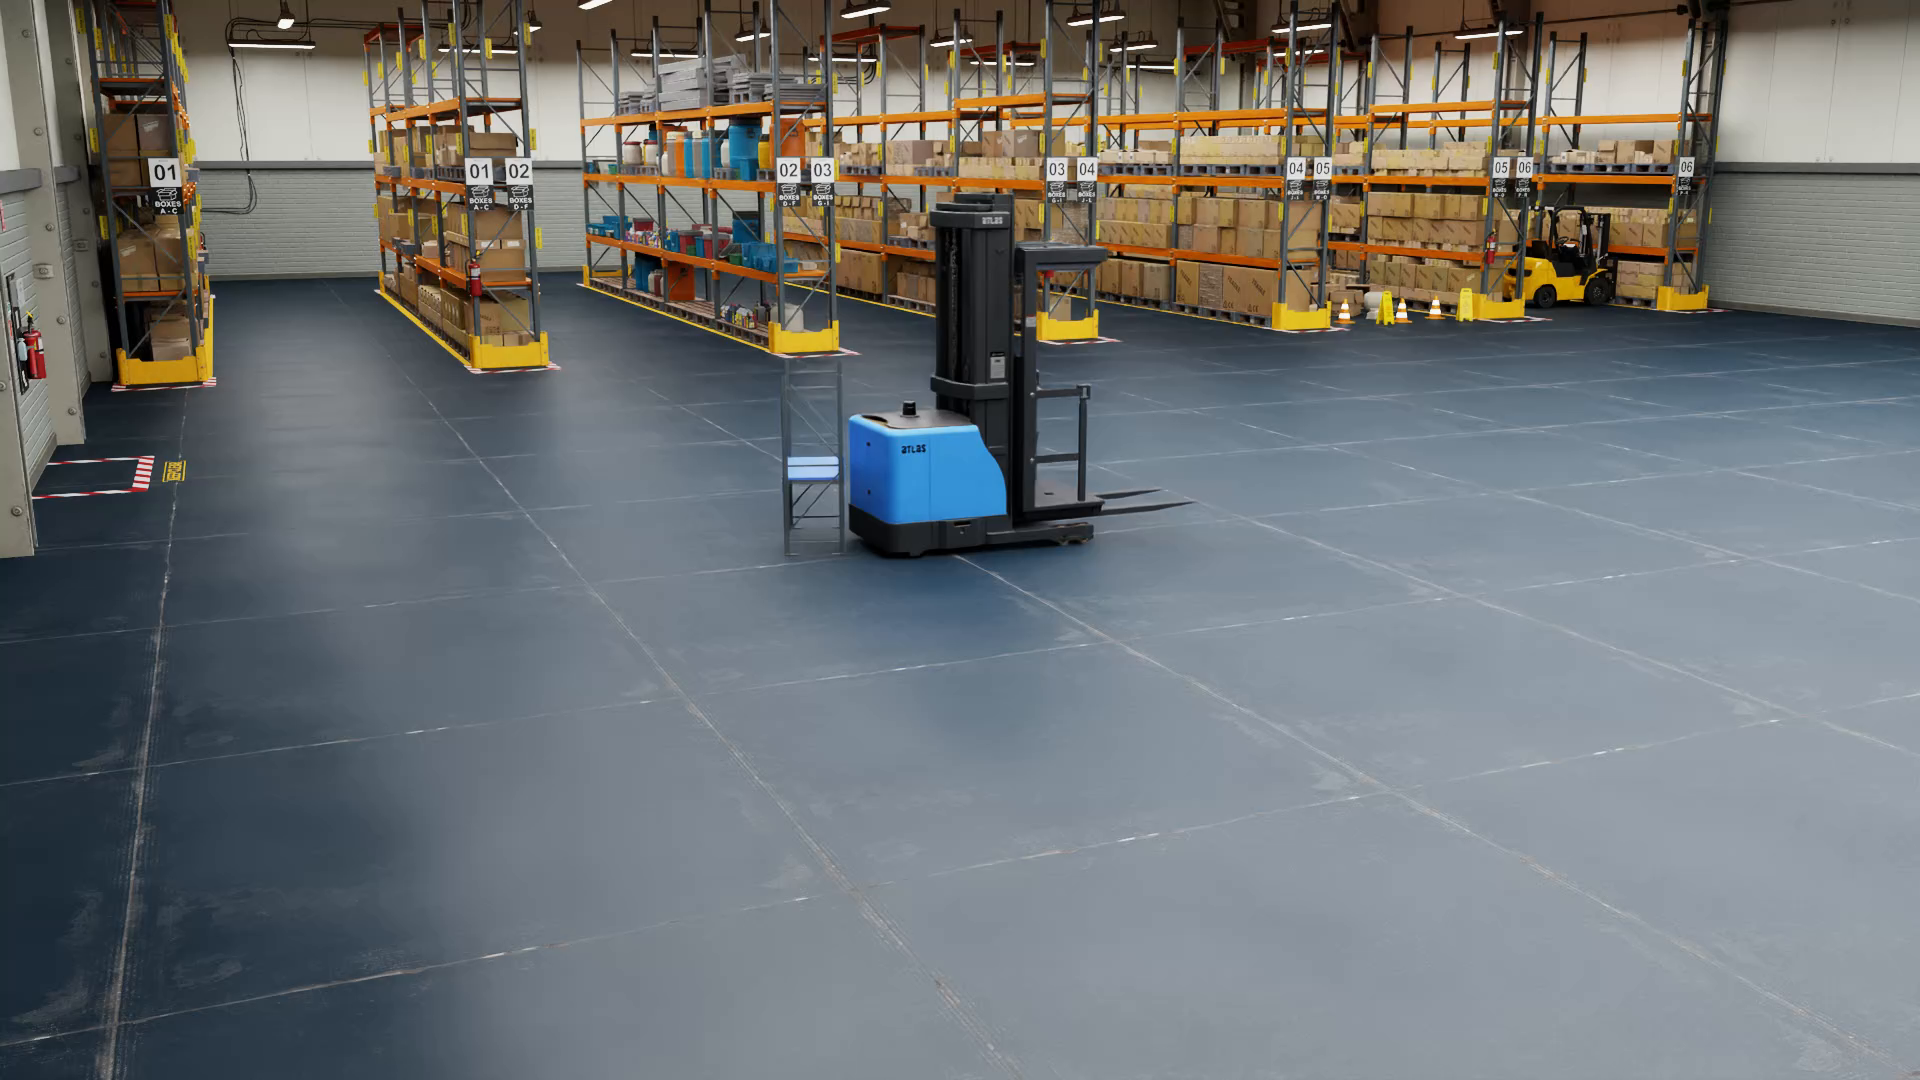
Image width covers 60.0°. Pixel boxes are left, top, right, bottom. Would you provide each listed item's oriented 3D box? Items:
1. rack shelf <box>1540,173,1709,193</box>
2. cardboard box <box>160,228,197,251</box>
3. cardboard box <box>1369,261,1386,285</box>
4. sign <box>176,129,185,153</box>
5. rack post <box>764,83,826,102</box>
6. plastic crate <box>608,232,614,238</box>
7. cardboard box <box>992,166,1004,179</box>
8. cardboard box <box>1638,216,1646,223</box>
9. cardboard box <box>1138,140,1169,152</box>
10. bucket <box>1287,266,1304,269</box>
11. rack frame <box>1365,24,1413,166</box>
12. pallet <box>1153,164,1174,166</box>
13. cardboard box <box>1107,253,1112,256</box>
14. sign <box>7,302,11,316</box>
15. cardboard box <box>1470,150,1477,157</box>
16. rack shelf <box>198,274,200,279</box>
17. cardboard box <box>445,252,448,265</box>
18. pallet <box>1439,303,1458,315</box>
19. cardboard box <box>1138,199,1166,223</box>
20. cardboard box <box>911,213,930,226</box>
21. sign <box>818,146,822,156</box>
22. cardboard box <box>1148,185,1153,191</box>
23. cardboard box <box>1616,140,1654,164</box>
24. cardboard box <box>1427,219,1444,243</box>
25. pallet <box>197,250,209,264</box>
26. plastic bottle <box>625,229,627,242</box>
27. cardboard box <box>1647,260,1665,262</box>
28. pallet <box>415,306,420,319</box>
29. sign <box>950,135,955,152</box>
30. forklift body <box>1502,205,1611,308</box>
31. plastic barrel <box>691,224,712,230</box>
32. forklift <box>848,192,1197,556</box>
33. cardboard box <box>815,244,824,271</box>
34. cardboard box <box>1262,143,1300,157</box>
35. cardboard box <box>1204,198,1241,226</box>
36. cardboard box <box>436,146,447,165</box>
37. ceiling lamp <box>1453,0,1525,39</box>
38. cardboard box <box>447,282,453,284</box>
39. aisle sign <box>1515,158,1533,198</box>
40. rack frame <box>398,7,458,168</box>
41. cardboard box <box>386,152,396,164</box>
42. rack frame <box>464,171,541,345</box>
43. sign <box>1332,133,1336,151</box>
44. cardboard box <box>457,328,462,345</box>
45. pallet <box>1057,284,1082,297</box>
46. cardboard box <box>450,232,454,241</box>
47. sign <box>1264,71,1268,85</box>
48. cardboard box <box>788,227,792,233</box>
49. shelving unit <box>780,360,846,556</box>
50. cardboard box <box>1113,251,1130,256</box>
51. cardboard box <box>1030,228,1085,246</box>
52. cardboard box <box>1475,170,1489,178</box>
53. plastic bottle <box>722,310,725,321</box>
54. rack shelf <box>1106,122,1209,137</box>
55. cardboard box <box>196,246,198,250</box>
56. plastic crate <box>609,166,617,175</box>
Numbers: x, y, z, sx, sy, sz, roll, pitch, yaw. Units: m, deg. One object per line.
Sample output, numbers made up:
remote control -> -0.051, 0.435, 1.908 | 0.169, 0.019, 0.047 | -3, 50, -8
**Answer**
rack shelf -> 14.787, -7.984, 37.155 | 1.077, 0.370, 4.000 | -6, 14, -23
cardboard box -> -12.784, -4.832, 27.219 | 0.500, 0.500, 0.500 | -6, 14, -23
cardboard box -> 9.428, -5.921, 36.803 | 0.500, 0.500, 0.500 | -5, 14, -20
sign -> -11.157, -5.709, 23.795 | 0.100, 0.325, 0.005 | -6, 14, -23
rack post -> -2.763, -7.515, 27.990 | 0.937, 0.300, 0.954 | -4, 14, -17
plastic crate -> -8.078, -7.249, 39.517 | 0.437, 0.125, 0.590 | -6, 14, -23
cardboard box -> 0.929, -6.893, 31.181 | 0.500, 0.250, 0.500 | -6, 14, -24
cardboard box -> 15.015, -6.980, 36.215 | 0.380, 0.149, 0.250 | -5, 14, -22
cardboard box -> 4.295, -8.625, 36.955 | 0.500, 0.500, 0.500 | -6, 14, -23
bucket -> 7.111, -5.695, 36.211 | 0.726, 0.611, 0.620 | -1, 3, -4
rack frame -> 9.439, -9.760, 36.581 | 1.000, 3.000, 0.127 | -6, 14, -23
pallet -> 5.917, -10.078, 44.805 | 1.003, 0.211, 1.213 | -6, 14, -23
cardboard box -> 3.288, -6.712, 39.666 | 0.500, 0.250, 0.500 | -6, 14, -26
sign -> -9.235, -2.240, 16.140 | 0.001, 0.109, 0.331 | -6, 14, -23
cardboard box -> 10.568, -7.838, 33.719 | 0.380, 0.149, 0.250 | -5, 14, -22
rack shelf -> -14.058, -4.662, 29.457 | 1.077, 0.370, 4.000 | -6, 14, -23
cardboard box -> -9.240, -5.147, 30.255 | 0.396, 0.266, 0.258 | -6, 14, -24
pallet -> 10.718, -4.839, 34.808 | 1.003, 0.211, 1.213 | -6, 14, -23
cardboard box -> 4.330, -7.217, 36.462 | 0.700, 0.500, 0.500 | -6, 14, -23
cardboard box -> -0.675, -6.807, 35.976 | 0.700, 0.500, 0.500 | -3, 13, -15
sign -> -3.353, -9.296, 39.908 | 0.100, 0.325, 0.005 | -6, 14, -23
cardboard box -> 5.366, -9.646, 45.518 | 0.380, 0.149, 0.250 | -6, 14, -24
cardboard box -> 14.869, -8.513, 36.472 | 0.700, 0.500, 0.500 | -6, 14, -23
cardboard box -> 10.178, -6.499, 34.915 | 0.500, 0.500, 0.500 | -6, 14, -23
pallet -> -14.476, -5.195, 30.588 | 1.213, 0.211, 1.003 | -6, 14, -23
plastic bottle -> -7.628, -6.976, 38.117 | 0.061, 0.283, 0.133 | -6, 14, -23
cardboard box -> 15.366, -6.031, 36.724 | 0.500, 0.250, 0.500 | -6, 14, -23
pallet -> -10.586, -4.673, 34.093 | 1.003, 0.211, 1.213 | -6, 14, -23
sign -> -0.148, -7.796, 32.729 | 0.100, 0.325, 0.005 | -6, 14, -23
forklift body -> 13.157, -6.273, 36.703 | 2.313, 2.155, 1.214 | -6, 14, -23
plastic barrel -> -5.318, -6.318, 34.716 | 0.600, 0.536, 0.708 | -6, 14, -23
forklift -> 0.599, -1.490, 14.307 | 3.031, 2.935, 1.130 | -6, 14, -23
cardboard box -> -3.037, -6.908, 41.344 | 0.875, 0.875, 0.875 | -6, 14, -23
cardboard box -> 6.095, -7.405, 31.579 | 0.500, 0.250, 0.500 | -5, 14, -22
cardboard box -> 5.478, -6.662, 33.772 | 0.875, 0.550, 0.550 | -6, 14, -23
cardboard box -> -8.543, -6.499, 28.101 | 0.500, 0.311, 0.500 | -6, 15, -26
ceiling lamp -> 12.028, -12.825, 36.882 | 0.800, 3.185, 2.000 | -6, 14, -23
cardboard box -> -10.242, -4.990, 33.848 | 0.500, 0.500, 0.500 | -5, 14, -21
aisle sign -> 11.350, -7.292, 33.459 | 0.394, 0.787, 0.004 | -6, 14, -23
rack frame -> -10.321, -8.797, 32.421 | 1.000, 3.000, 0.127 | -6, 14, -23
cardboard box -> -12.367, -8.408, 36.619 | 0.500, 0.250, 0.500 | -6, 14, -23
rack frame -> -7.117, -4.221, 25.956 | 1.000, 3.000, 0.127 | -6, 14, -23
sign -> 7.058, -7.517, 31.430 | 0.100, 0.325, 0.005 | -6, 14, -23
cardboard box -> -8.016, -3.376, 27.470 | 0.500, 0.250, 0.500 | -6, 14, -23
pallet -> 3.030, -5.998, 39.818 | 1.003, 0.211, 1.213 | -6, 14, -23
cardboard box -> -8.583, -5.234, 28.673 | 0.380, 0.149, 0.250 | -6, 14, -24
sign -> 7.330, -11.067, 39.808 | 0.100, 0.325, 0.005 | -6, 14, -23
cardboard box -> -4.195, -7.983, 42.768 | 0.380, 0.149, 0.250 | -6, 14, -24
shelving unit -> -1.244, -0.722, 14.164 | 0.538, 1.500, 1.048 | -1, 13, -4
cardboard box -> 4.988, -8.145, 47.661 | 0.875, 0.438, 0.875 | -6, 14, -25
cardboard box -> 1.766, -5.425, 30.276 | 0.875, 0.500, 0.500 | -6, 14, -23
cardboard box -> 10.642, -7.398, 33.586 | 0.380, 0.149, 0.250 | -6, 14, -23
plastic bottle -> -4.412, -4.219, 31.176 | 0.097, 0.201, 0.097 | 0, 13, 0
rack shelf -> 5.434, -11.280, 45.634 | 1.077, 0.370, 4.000 | -6, 14, -23
cardboard box -> -14.819, -5.753, 31.648 | 0.500, 0.500, 0.500 | -5, 14, -21
plastic crate -> -7.830, -8.565, 38.544 | 0.450, 0.188, 0.662 | -6, 14, -23
